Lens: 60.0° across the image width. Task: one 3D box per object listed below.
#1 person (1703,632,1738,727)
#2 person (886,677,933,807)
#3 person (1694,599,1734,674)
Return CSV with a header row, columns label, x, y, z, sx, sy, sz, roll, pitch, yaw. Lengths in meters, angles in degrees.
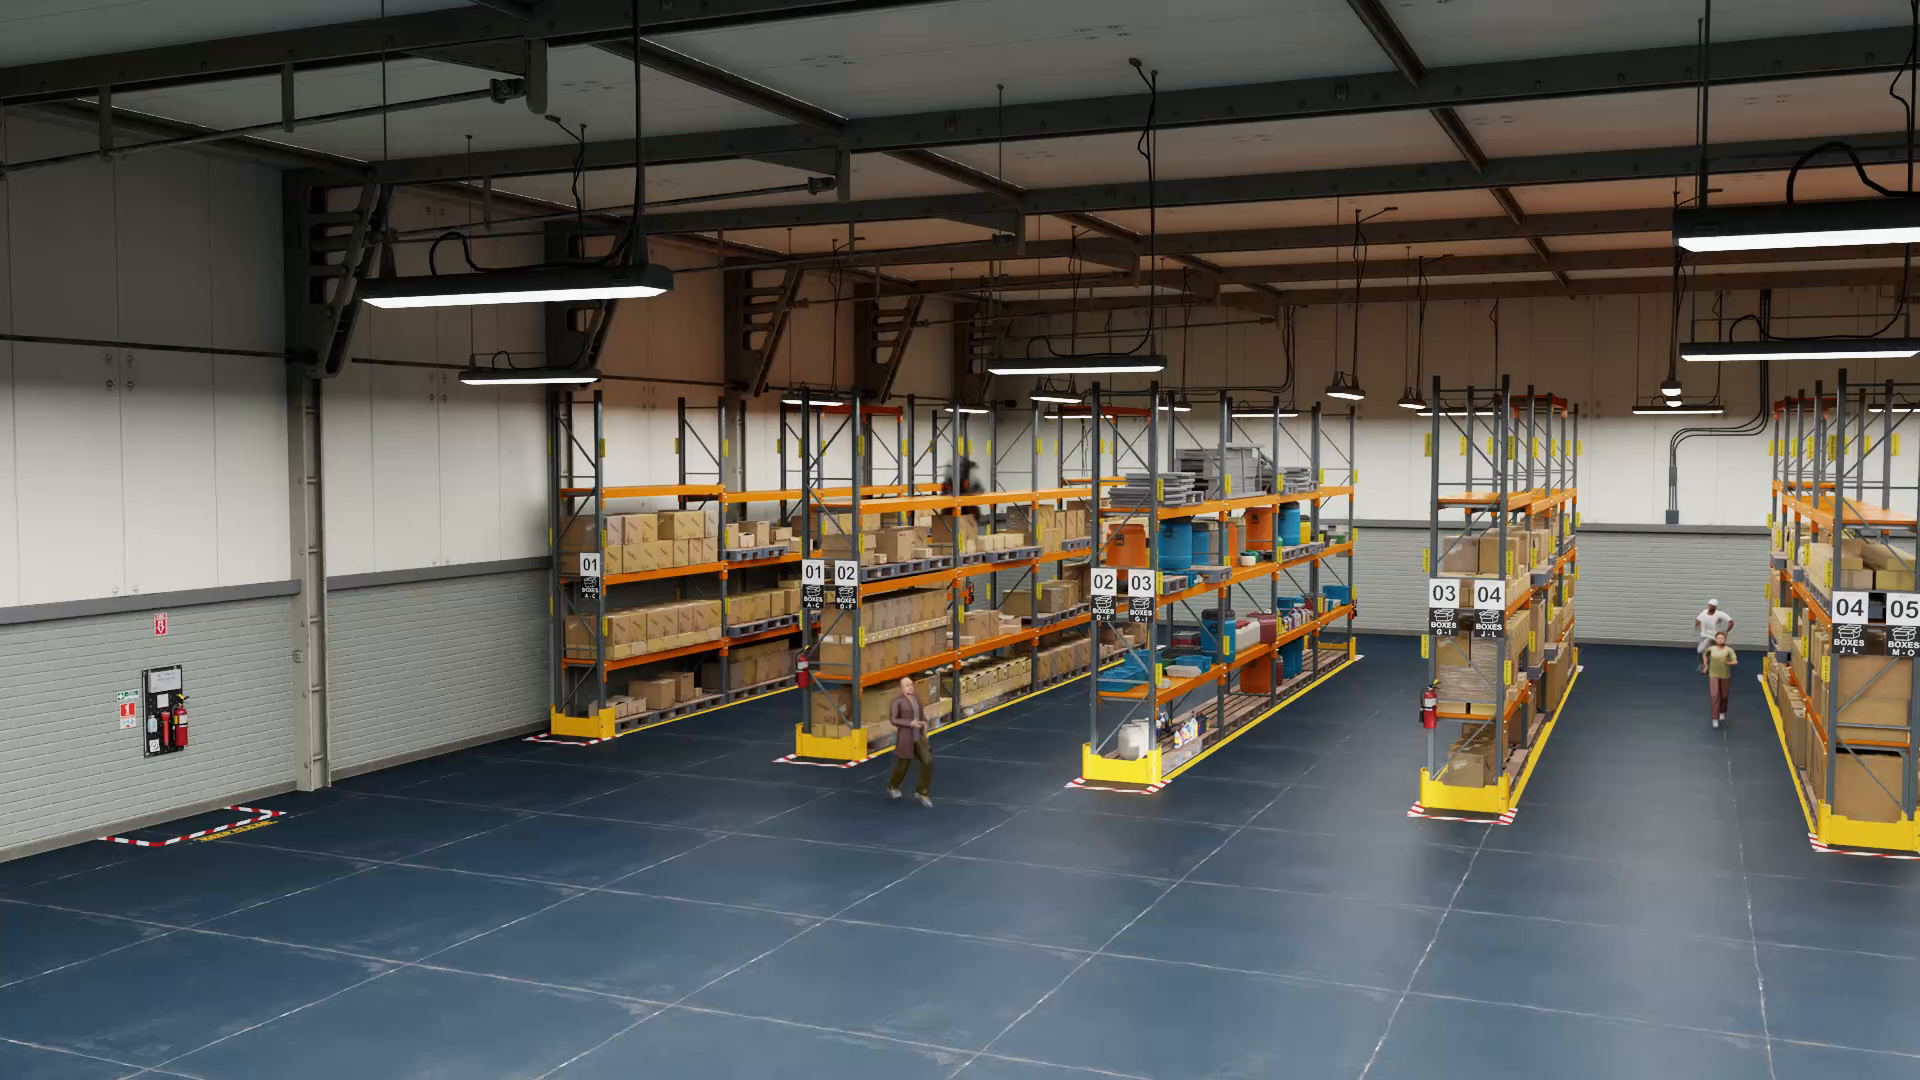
label,x,y,z,sx,sy,sz,roll,pitch,yaw
person,13.691,2.485,29.962,0.570,1.665,0.960,1,3,23
person,-0.712,2.842,23.459,0.719,1.826,0.865,-2,4,-37
person,16.589,2.148,36.768,0.700,1.704,0.818,-1,3,-23
